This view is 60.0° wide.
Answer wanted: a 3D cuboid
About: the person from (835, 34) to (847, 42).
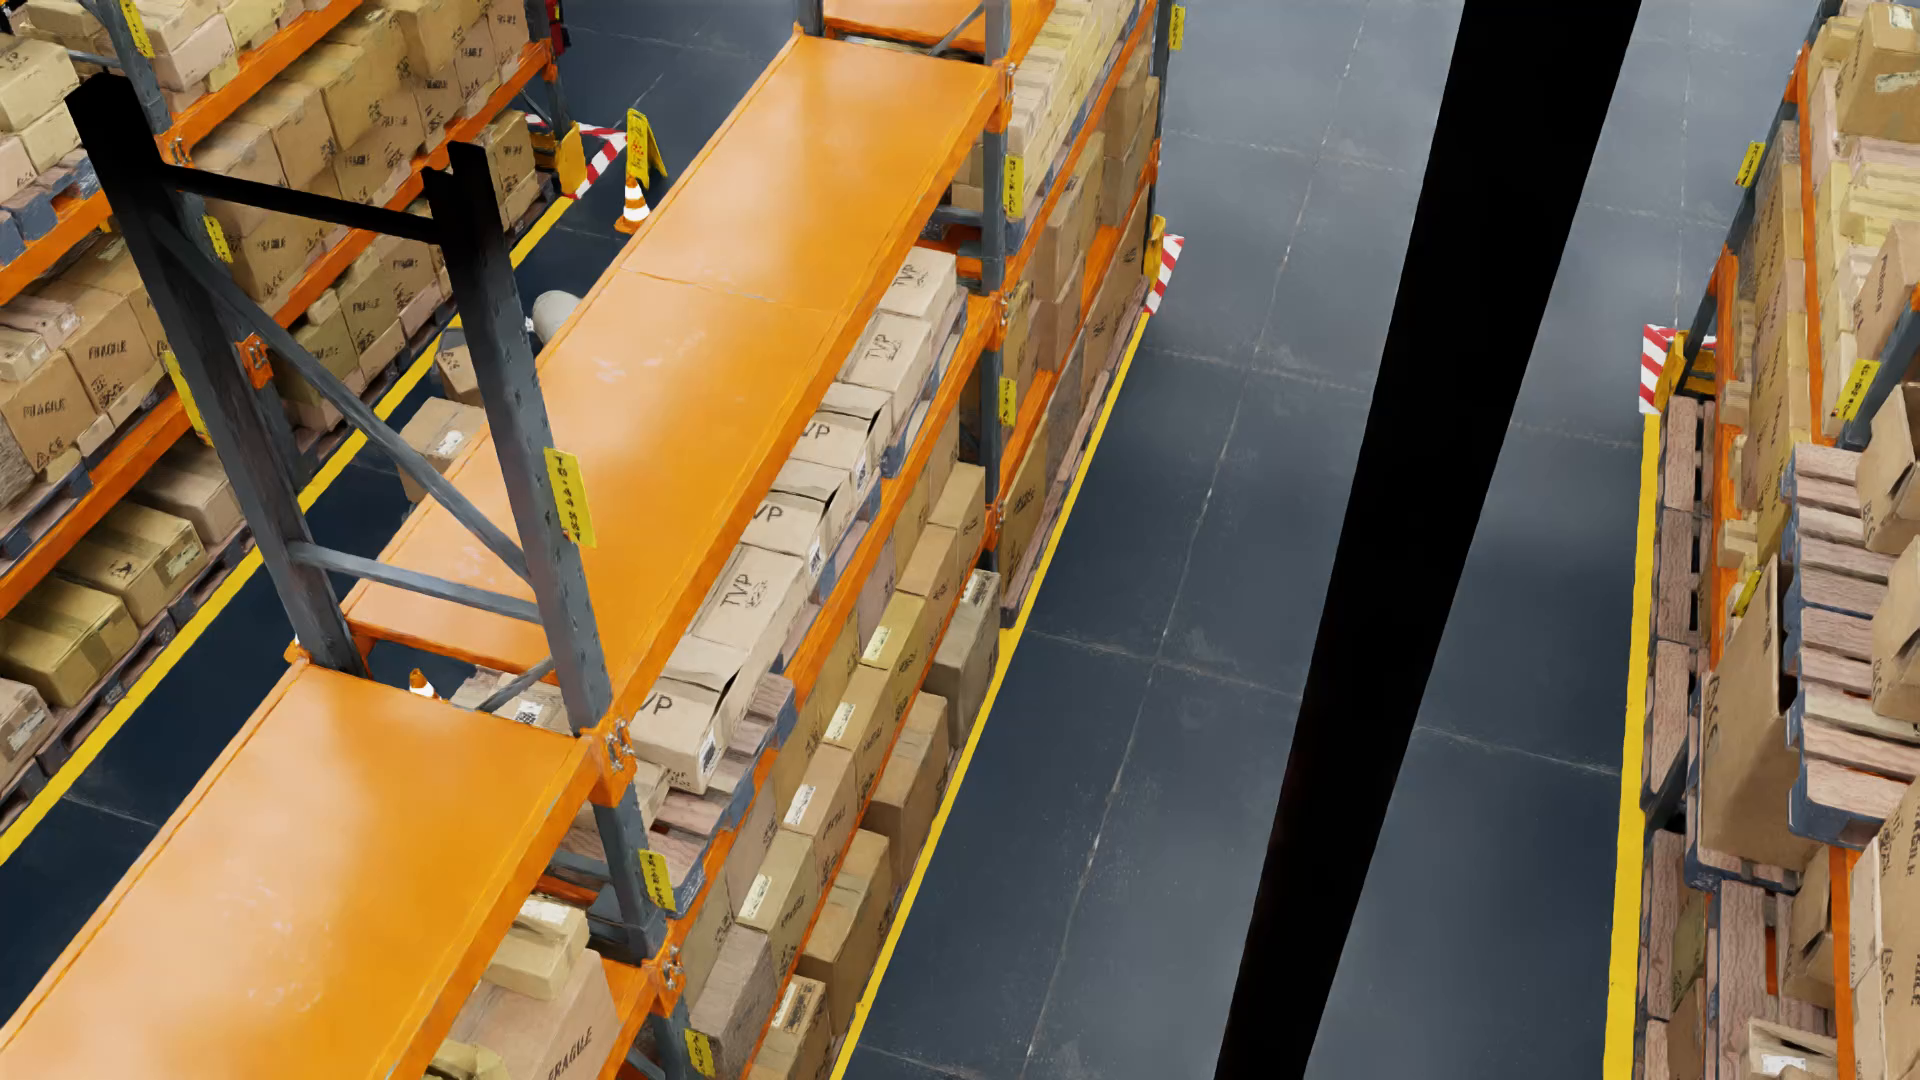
[{"bbox_3d":[-1.163,-4.159,14.099,0.483,1.587,0.513,-5,46,-5],"label":"person"}]
